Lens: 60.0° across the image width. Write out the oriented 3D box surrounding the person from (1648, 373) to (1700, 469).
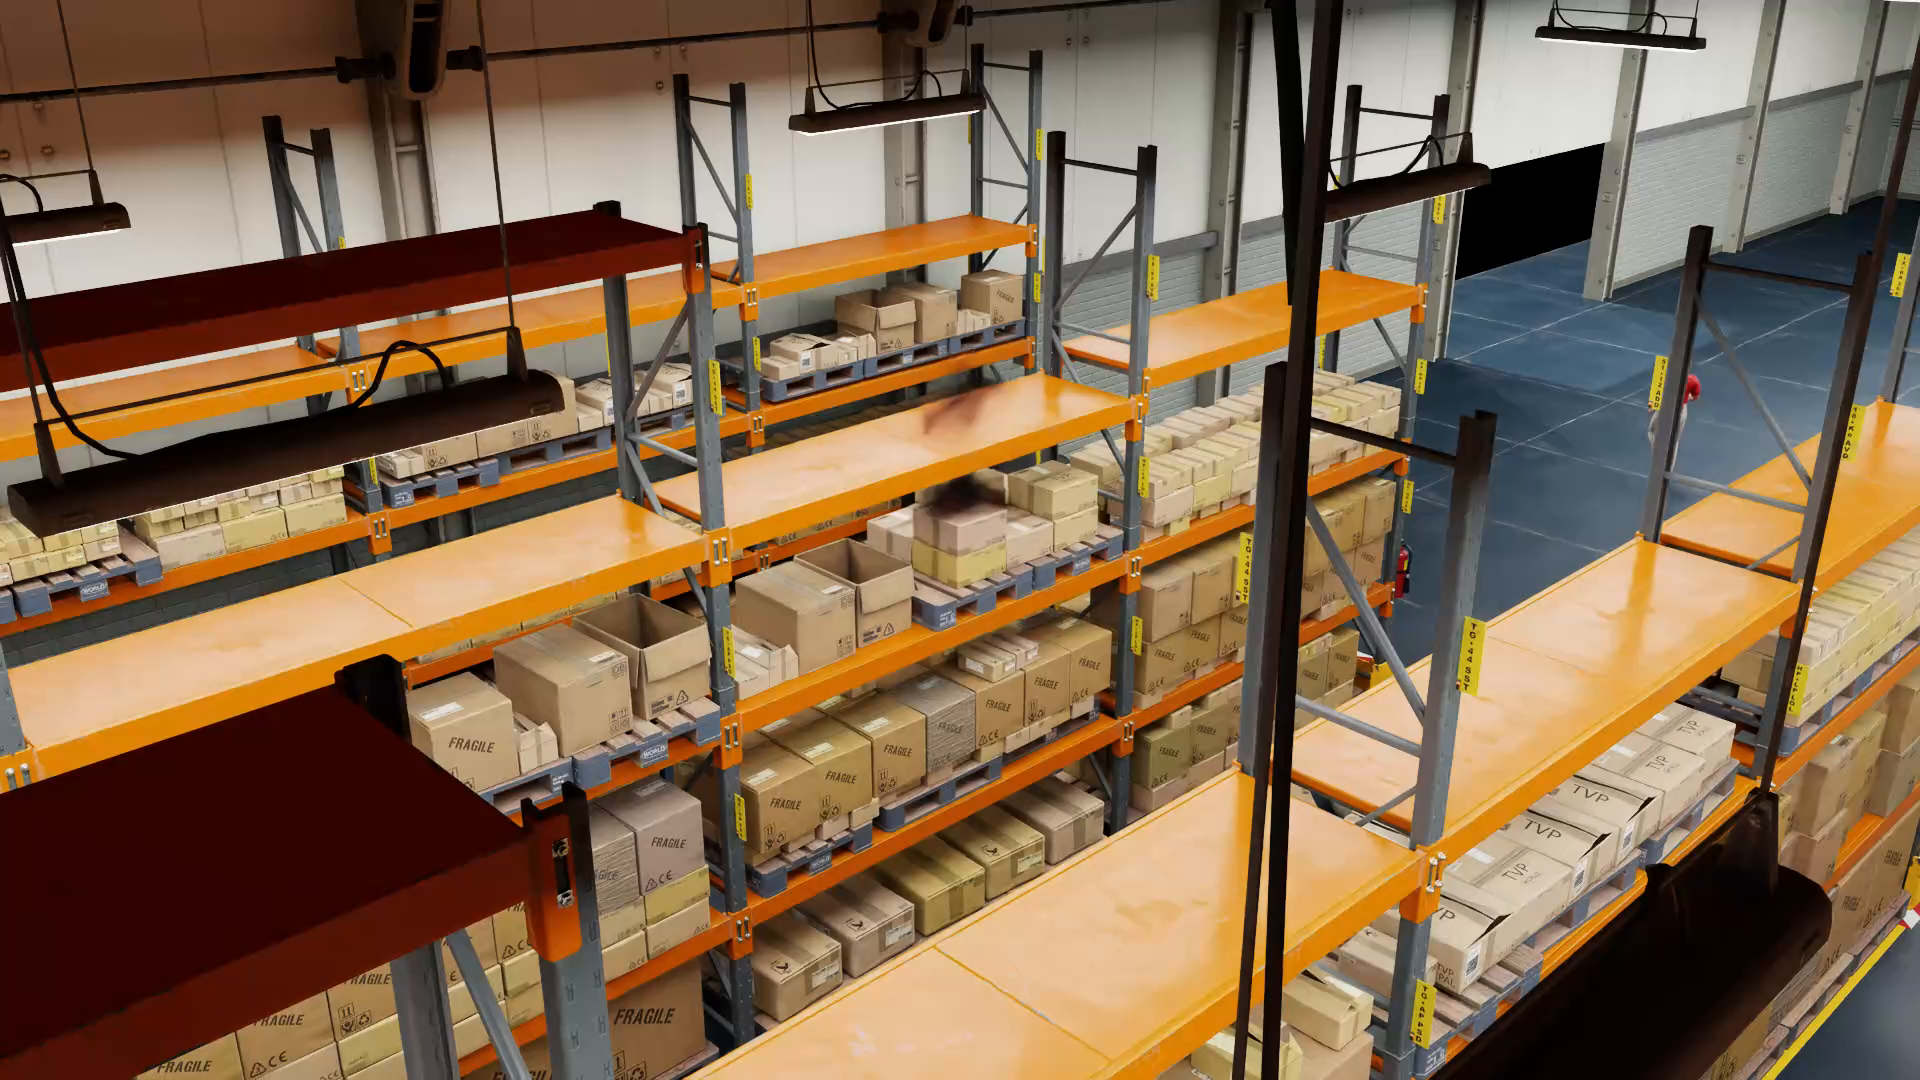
[{"bbox_3d":[9.751,-1.747,22.865,0.652,1.687,0.602,2,23,6],"label":"person"}]
